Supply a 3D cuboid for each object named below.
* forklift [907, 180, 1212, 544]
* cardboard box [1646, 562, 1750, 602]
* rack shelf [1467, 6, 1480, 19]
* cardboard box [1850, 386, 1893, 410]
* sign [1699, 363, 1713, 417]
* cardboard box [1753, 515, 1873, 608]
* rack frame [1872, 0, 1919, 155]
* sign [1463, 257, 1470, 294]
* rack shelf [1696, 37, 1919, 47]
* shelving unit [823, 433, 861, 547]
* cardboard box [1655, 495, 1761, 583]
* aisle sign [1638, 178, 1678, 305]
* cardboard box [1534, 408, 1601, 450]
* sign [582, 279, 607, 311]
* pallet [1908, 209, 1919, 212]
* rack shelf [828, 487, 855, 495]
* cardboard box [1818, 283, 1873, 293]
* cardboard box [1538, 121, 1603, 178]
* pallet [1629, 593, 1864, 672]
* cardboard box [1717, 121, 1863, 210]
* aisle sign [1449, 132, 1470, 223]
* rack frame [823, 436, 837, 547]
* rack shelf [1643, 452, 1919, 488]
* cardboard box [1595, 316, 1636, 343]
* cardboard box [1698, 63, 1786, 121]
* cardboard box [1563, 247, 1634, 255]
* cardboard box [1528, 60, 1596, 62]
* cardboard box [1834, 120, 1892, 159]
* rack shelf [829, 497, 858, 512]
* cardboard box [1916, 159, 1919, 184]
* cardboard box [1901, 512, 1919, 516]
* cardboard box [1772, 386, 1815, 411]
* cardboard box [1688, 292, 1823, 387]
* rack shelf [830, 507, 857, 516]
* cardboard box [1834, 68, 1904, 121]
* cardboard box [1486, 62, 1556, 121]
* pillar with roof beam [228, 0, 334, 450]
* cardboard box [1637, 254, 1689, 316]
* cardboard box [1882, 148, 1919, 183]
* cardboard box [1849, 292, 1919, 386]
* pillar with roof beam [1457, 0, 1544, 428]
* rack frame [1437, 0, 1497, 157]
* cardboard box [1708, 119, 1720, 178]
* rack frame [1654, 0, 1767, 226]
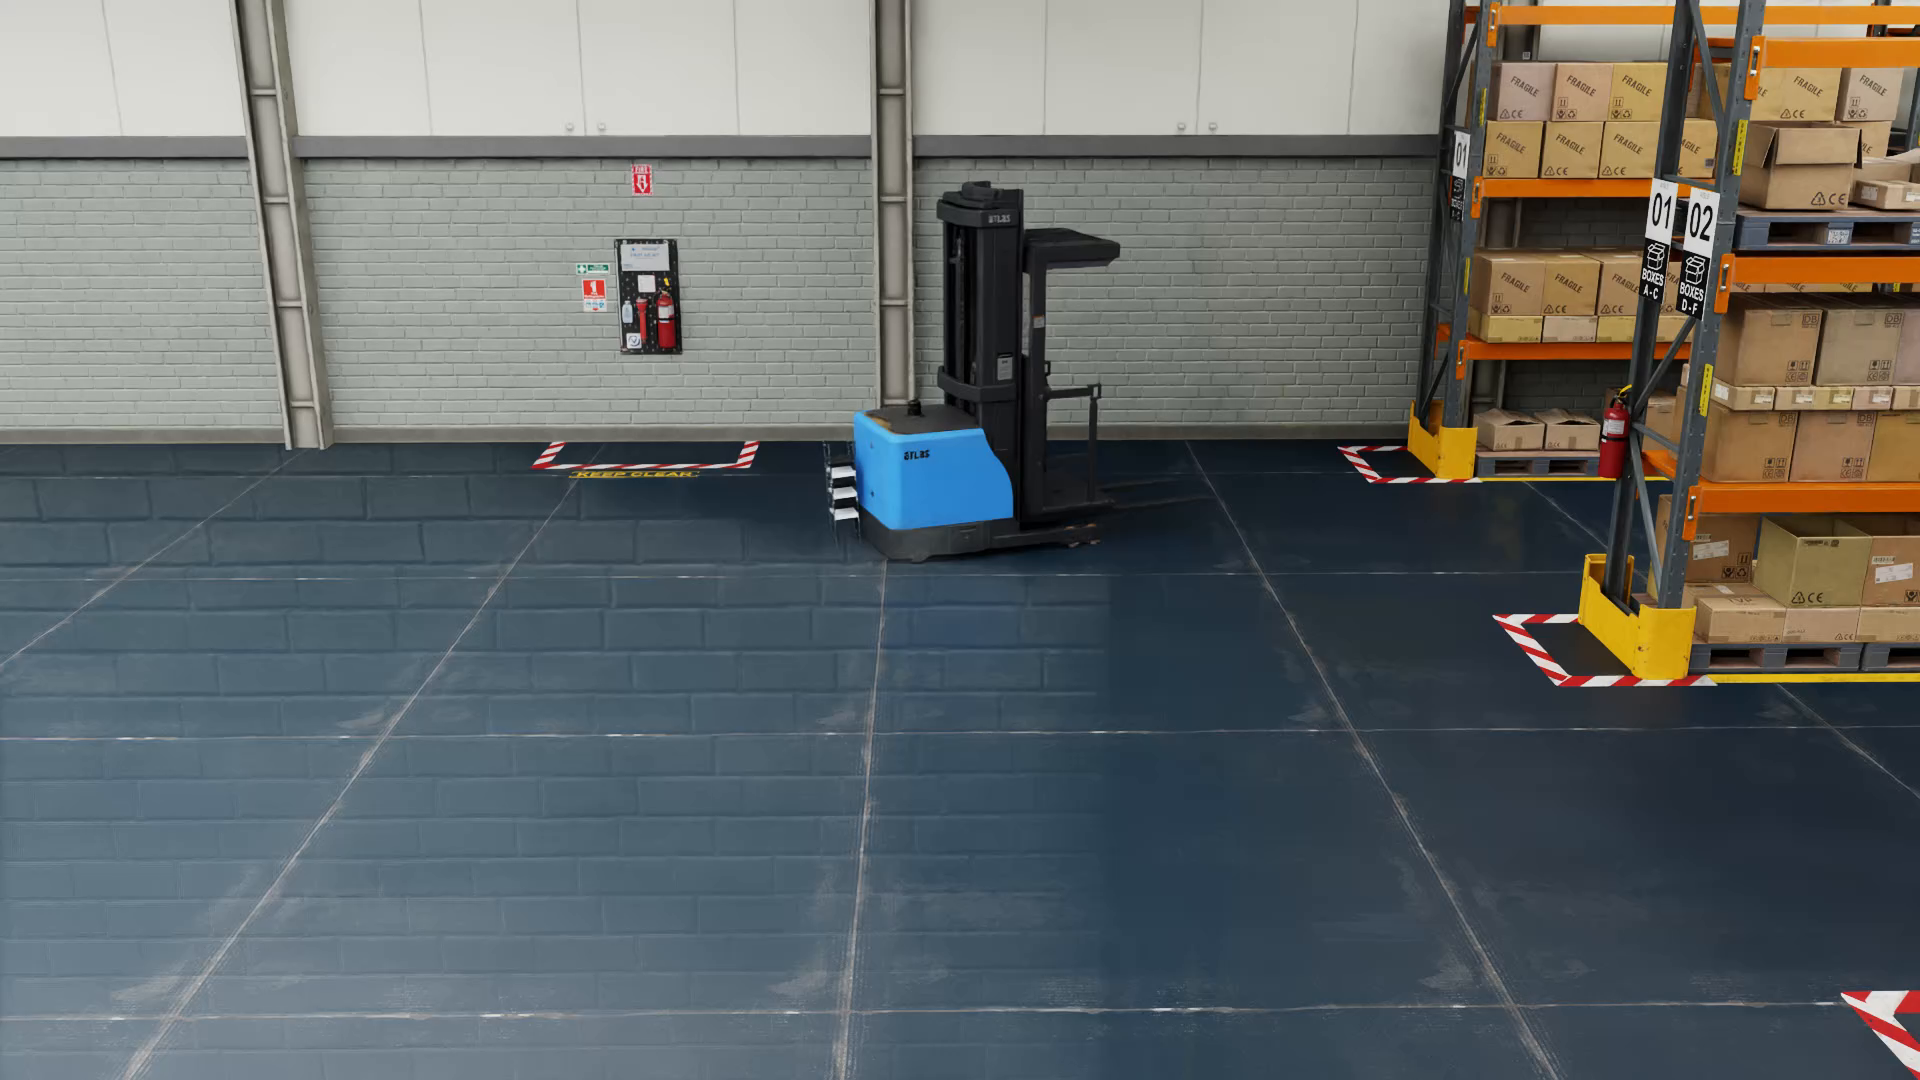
[{"bbox_3d":[0.670,-1.480,13.863,3.031,2.935,1.110,-7,19,-21],"label":"forklift"},{"bbox_3d":[5.265,0.345,11.876,0.500,0.250,0.500,0,18,-1],"label":"cardboard box"},{"bbox_3d":[6.651,-4.800,15.141,3.809,0.124,0.919,0,18,-1],"label":"rack shelf"},{"bbox_3d":[5.894,-0.968,10.928,0.250,0.149,0.380,-1,18,-2],"label":"cardboard box"},{"bbox_3d":[4.736,-0.952,10.558,0.005,0.325,0.100,0,18,-1],"label":"sign"},{"bbox_3d":[5.773,0.143,11.278,0.500,0.500,0.500,0,18,-1],"label":"cardboard box"},{"bbox_3d":[8.651,-5.061,15.091,0.127,3.000,1.000,0,18,-1],"label":"rack frame"},{"bbox_3d":[4.660,-2.431,15.298,0.005,0.325,0.100,0,18,-1],"label":"sign"},{"bbox_3d":[6.733,-3.132,10.475,3.809,0.052,0.919,0,18,-1],"label":"rack shelf"},{"bbox_3d":[-0.983,-0.415,13.852,0.210,0.900,0.258,-8,19,-14],"label":"shelving unit"},{"bbox_3d":[5.265,-0.013,11.764,0.500,0.500,0.500,0,18,-1],"label":"cardboard box"},{"bbox_3d":[4.663,-1.999,11.112,0.004,0.787,0.394,0,18,-1],"label":"aisle sign"},{"bbox_3d":[5.914,-1.092,16.224,0.500,0.311,0.500,1,18,4],"label":"cardboard box"},{"bbox_3d":[-3.688,-2.469,16.775,0.234,0.329,0.001,0,18,-1],"label":"sign"},{"bbox_3d":[6.663,-2.060,10.793,1.213,0.211,1.003,0,18,-1],"label":"pallet"},{"bbox_3d":[-0.982,-0.403,13.856,0.190,0.026,0.221,-8,19,-14],"label":"rack shelf"},{"bbox_3d":[8.183,-2.402,15.611,0.500,0.500,0.500,0,18,-1],"label":"cardboard box"},{"bbox_3d":[5.527,-3.587,15.212,0.500,0.500,0.500,1,18,3],"label":"cardboard box"},{"bbox_3d":[5.497,0.640,11.708,1.213,0.211,1.003,0,18,-1],"label":"pallet"},{"bbox_3d":[5.308,-2.417,10.676,0.637,0.503,0.797,1,18,3],"label":"cardboard box"},{"bbox_3d":[4.584,-3.331,15.263,0.004,0.787,0.394,0,18,-1],"label":"aisle sign"},{"bbox_3d":[-1.081,-0.402,13.828,0.006,0.900,0.240,-8,19,-14],"label":"rack frame"},{"bbox_3d":[6.733,-0.432,11.341,3.809,0.124,0.919,0,18,-1],"label":"rack shelf"},{"bbox_3d":[6.172,-2.036,15.695,0.500,0.250,0.500,-1,18,-2],"label":"cardboard box"},{"bbox_3d":[7.084,-4.069,15.076,0.500,0.500,0.500,-1,18,-3],"label":"cardboard box"},{"bbox_3d":[9.015,2.678,1.985,6.802,1.850,30.447,0,18,1],"label":"cardboard box"},{"bbox_3d":[5.623,-4.234,15.592,0.500,0.500,0.500,1,18,3],"label":"cardboard box"},{"bbox_3d":[8.147,-3.611,15.288,0.500,0.500,0.500,0,18,1],"label":"cardboard box"},{"bbox_3d":[-0.976,-0.299,13.892,0.200,0.077,0.258,-8,19,-14],"label":"rack shelf"},{"bbox_3d":[6.398,-2.339,10.437,0.500,0.500,0.500,0,18,-1],"label":"cardboard box"},{"bbox_3d":[6.764,-0.024,11.799,0.500,0.500,0.500,0,18,-1],"label":"cardboard box"},{"bbox_3d":[5.393,-0.966,10.924,0.250,0.149,0.380,-1,18,-2],"label":"cardboard box"},{"bbox_3d":[5.253,-1.336,11.013,0.500,0.500,0.700,0,18,-1],"label":"cardboard box"},{"bbox_3d":[-0.973,-0.233,13.914,0.190,0.026,0.221,-8,19,-14],"label":"rack shelf"},{"bbox_3d":[8.154,-4.080,15.112,0.500,0.500,0.500,-2,18,-6],"label":"cardboard box"},{"bbox_3d":[5.040,-4.074,15.093,0.500,0.500,0.500,-2,18,-5],"label":"cardboard box"},{"bbox_3d":[-6.593,-3.936,11.586,0.400,9.000,9.100,0,18,-1],"label":"pillar with roof beam"},{"bbox_3d":[6.660,-2.396,15.592,0.500,0.500,0.500,0,18,1],"label":"cardboard box"},{"bbox_3d":[6.436,-2.413,10.978,0.500,0.311,0.500,2,18,6],"label":"cardboard box"},{"bbox_3d":[6.283,-1.343,11.035,0.500,0.500,0.700,0,18,-1],"label":"cardboard box"},{"bbox_3d":[5.405,-3.994,11.766,0.400,9.000,9.100,0,18,-1],"label":"pillar with roof beam"},{"bbox_3d":[4.651,-5.041,15.031,0.127,3.000,1.000,0,18,-1],"label":"rack frame"},{"bbox_3d":[7.090,-3.599,15.248,0.500,0.500,0.500,-1,18,-3],"label":"cardboard box"},{"bbox_3d":[4.733,-3.528,10.315,0.127,3.000,1.000,0,18,-1],"label":"rack frame"}]
